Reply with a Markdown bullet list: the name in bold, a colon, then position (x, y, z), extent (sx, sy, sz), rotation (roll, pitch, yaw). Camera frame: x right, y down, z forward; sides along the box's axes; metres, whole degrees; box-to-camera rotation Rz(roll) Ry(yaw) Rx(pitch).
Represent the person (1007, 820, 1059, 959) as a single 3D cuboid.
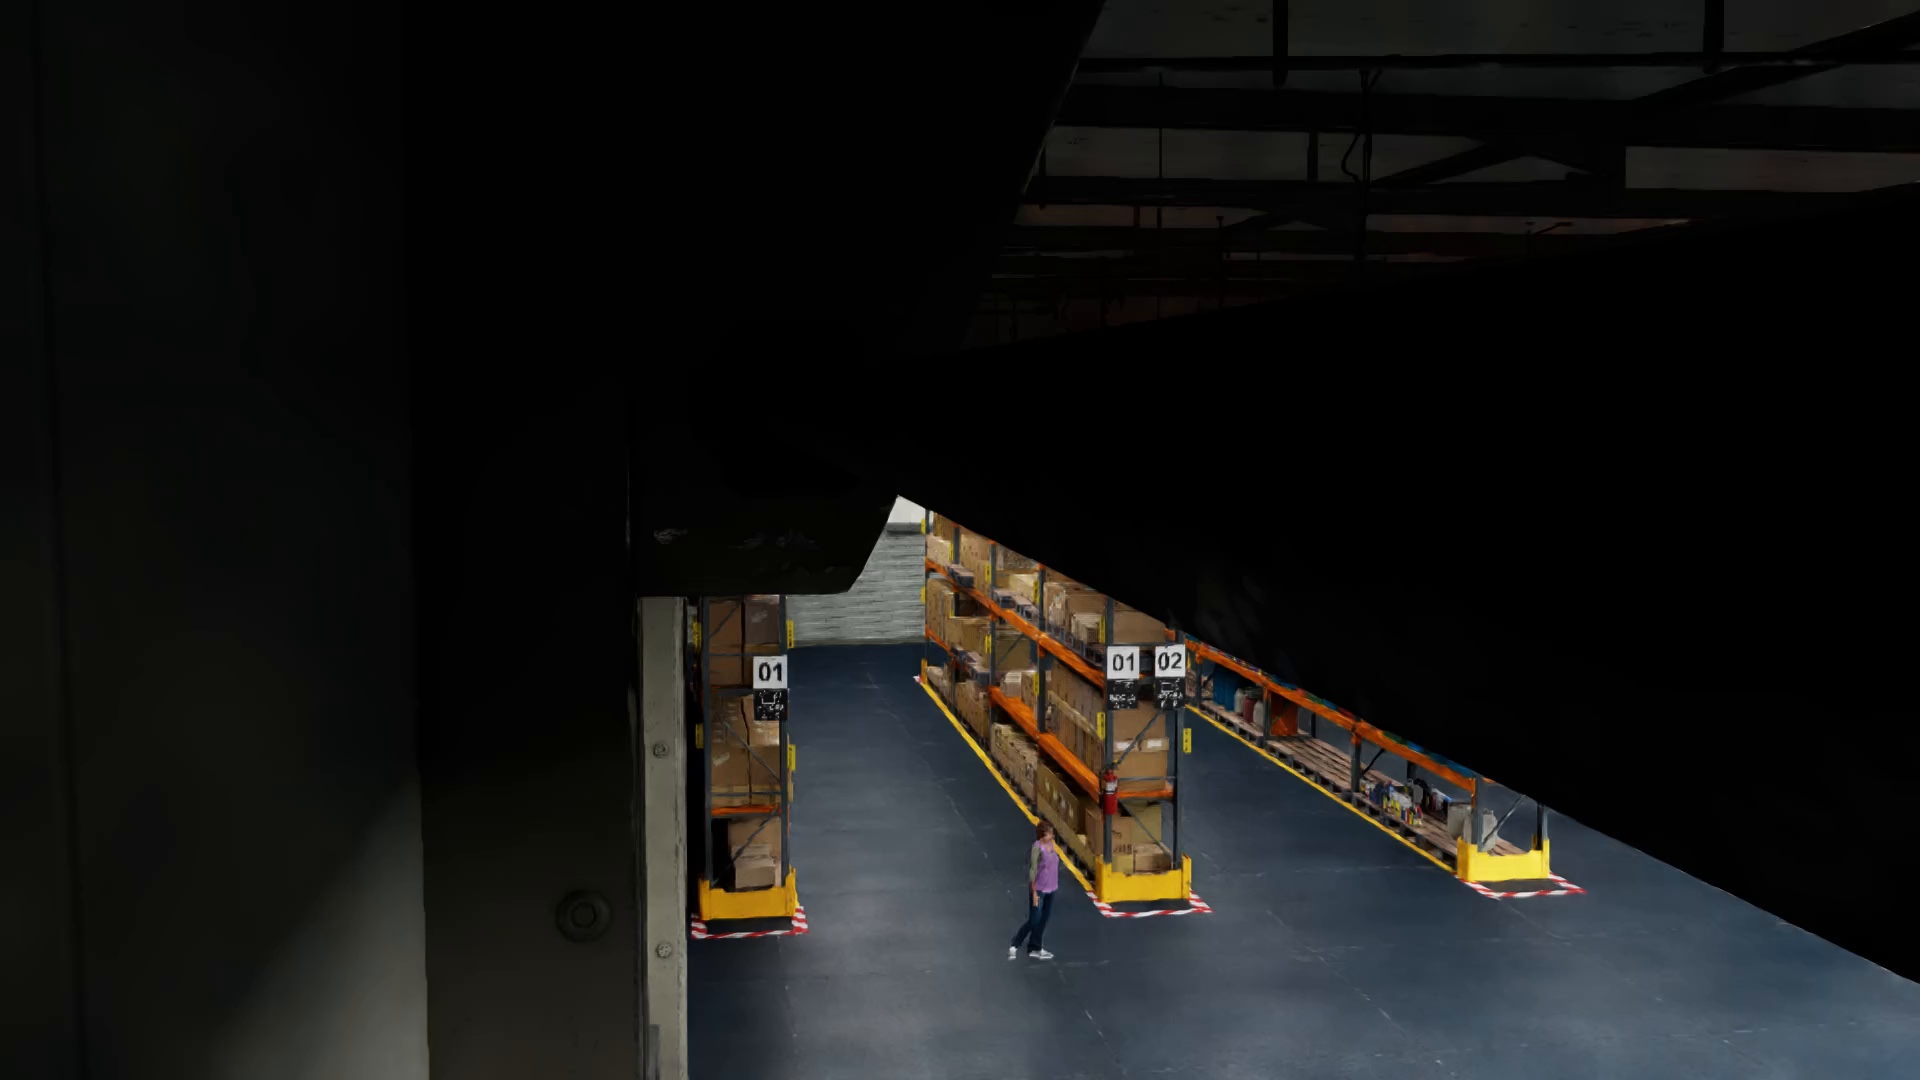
- **person**: position (0.809, 3.908, 18.532), extent (0.471, 1.588, 0.583), rotation (4, 6, 35)
